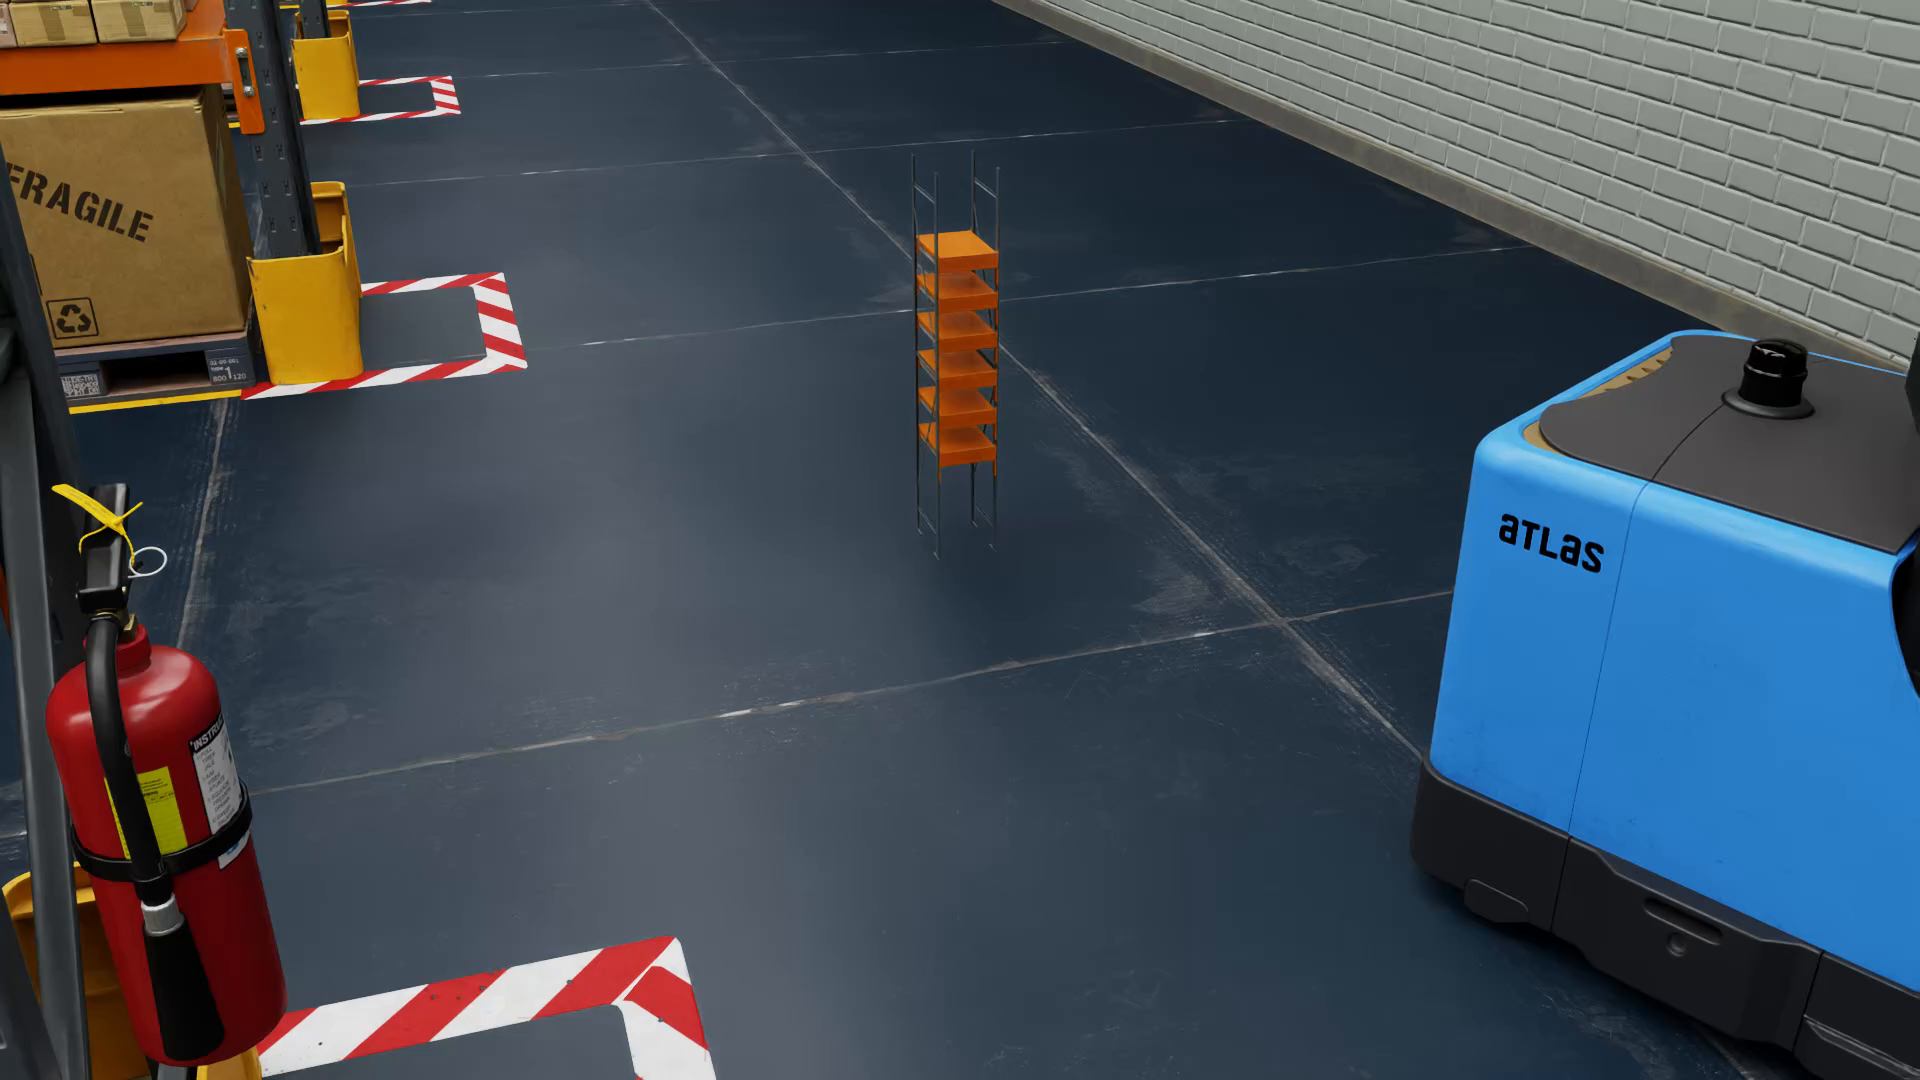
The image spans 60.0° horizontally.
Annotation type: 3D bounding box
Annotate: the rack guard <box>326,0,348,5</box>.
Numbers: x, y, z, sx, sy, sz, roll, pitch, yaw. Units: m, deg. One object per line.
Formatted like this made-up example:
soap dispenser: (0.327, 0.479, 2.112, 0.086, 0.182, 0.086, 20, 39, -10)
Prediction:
rack guard: (-5.849, -5.261, 15.285, 0.348, 0.500, 1.175, -8, 28, -16)

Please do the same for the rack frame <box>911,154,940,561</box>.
rack frame: (-0.101, -0.523, 4.954, 0.006, 1.200, 0.240, -8, 28, -16)

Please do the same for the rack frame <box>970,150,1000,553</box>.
rack frame: (0.073, -0.548, 5.005, 0.006, 1.200, 0.240, -8, 28, -16)

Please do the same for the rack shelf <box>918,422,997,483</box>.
rack shelf: (-0.014, -0.281, 5.106, 0.180, 0.103, 0.258, -8, 28, -16)

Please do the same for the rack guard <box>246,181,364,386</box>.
rack guard: (-2.690, -1.086, 6.875, 0.348, 0.500, 1.175, -8, 28, -16)

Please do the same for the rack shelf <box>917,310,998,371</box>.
rack shelf: (-0.014, -0.603, 4.946, 0.180, 0.103, 0.258, -8, 28, -16)

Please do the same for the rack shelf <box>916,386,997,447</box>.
rack shelf: (-0.014, -0.388, 5.052, 0.180, 0.103, 0.258, -8, 28, -16)

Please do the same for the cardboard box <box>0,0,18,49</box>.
cardboard box: (-3.437, -1.830, 5.846, 0.250, 0.149, 0.380, -8, 28, -16)

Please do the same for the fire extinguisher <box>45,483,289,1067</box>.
fire extinguisher: (-0.891, 0.271, 1.837, 0.183, 0.674, 0.296, -8, 28, -16)

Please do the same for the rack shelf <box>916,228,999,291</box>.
rack shelf: (-0.014, -0.818, 4.839, 0.180, 0.103, 0.258, -8, 28, -16)

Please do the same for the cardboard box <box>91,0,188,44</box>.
cardboard box: (-2.950, -1.901, 5.989, 0.250, 0.149, 0.380, -8, 27, -15)

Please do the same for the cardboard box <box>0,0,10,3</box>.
cardboard box: (-3.574, -2.020, 5.779, 0.500, 0.250, 0.500, -9, 28, -17)

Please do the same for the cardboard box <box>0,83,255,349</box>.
cardboard box: (-3.297, -1.316, 6.446, 0.875, 0.875, 0.875, -8, 28, -16)

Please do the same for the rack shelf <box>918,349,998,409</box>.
rack shelf: (-0.014, -0.496, 4.999, 0.180, 0.103, 0.258, -8, 28, -16)

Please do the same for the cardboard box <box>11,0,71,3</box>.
cardboard box: (-3.092, -2.089, 5.919, 0.500, 0.250, 0.500, -9, 28, -17)

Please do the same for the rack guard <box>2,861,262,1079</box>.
rack guard: (-1.345, 1.039, 2.595, 0.348, 0.500, 1.175, -8, 28, -16)

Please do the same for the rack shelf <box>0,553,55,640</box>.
rack shelf: (-3.175, 0.507, 1.665, 4.000, 0.370, 1.077, -8, 28, -16)

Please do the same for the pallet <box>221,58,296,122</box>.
pallet: (-5.043, -2.950, 10.955, 1.213, 0.211, 1.003, -8, 28, -16)

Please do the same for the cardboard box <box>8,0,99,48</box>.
cardboard box: (-3.196, -1.865, 5.915, 0.250, 0.149, 0.380, -8, 27, -16)

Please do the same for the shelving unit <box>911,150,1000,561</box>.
shelving unit: (-0.014, -0.535, 4.979, 0.189, 1.200, 0.258, -8, 28, -16)

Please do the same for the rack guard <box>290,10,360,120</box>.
rack guard: (-4.228, -3.185, 11.104, 0.348, 0.500, 1.175, -8, 28, -16)

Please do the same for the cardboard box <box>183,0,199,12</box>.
cardboard box: (-3.153, -2.180, 6.551, 0.250, 0.149, 0.380, -8, 27, -16)

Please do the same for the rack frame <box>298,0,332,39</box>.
rack frame: (-4.247, -4.296, 10.530, 0.127, 3.000, 1.000, -8, 28, -16)

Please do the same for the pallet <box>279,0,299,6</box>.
pallet: (-6.607, -5.021, 15.127, 1.213, 0.211, 1.003, -8, 28, -16)

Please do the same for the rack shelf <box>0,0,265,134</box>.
rack shelf: (-4.615, -1.604, 5.917, 4.000, 0.370, 1.077, -8, 28, -16)

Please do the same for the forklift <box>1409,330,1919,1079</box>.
forklift: (2.398, -0.243, 2.443, 3.031, 2.935, 1.130, 24, 35, 39)

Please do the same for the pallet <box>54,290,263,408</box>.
pallet: (-3.449, -0.810, 6.644, 1.213, 0.211, 1.003, -8, 28, -16)

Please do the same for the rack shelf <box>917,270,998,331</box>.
rack shelf: (-0.014, -0.711, 4.892, 0.180, 0.103, 0.258, -8, 28, -16)

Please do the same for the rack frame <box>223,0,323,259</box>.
rack frame: (-2.713, -2.202, 6.312, 0.127, 3.000, 1.000, -8, 28, -16)

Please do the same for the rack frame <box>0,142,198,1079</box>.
rack frame: (-1.274, -0.092, 2.063, 0.053, 2.616, 0.949, -8, 28, -16)
